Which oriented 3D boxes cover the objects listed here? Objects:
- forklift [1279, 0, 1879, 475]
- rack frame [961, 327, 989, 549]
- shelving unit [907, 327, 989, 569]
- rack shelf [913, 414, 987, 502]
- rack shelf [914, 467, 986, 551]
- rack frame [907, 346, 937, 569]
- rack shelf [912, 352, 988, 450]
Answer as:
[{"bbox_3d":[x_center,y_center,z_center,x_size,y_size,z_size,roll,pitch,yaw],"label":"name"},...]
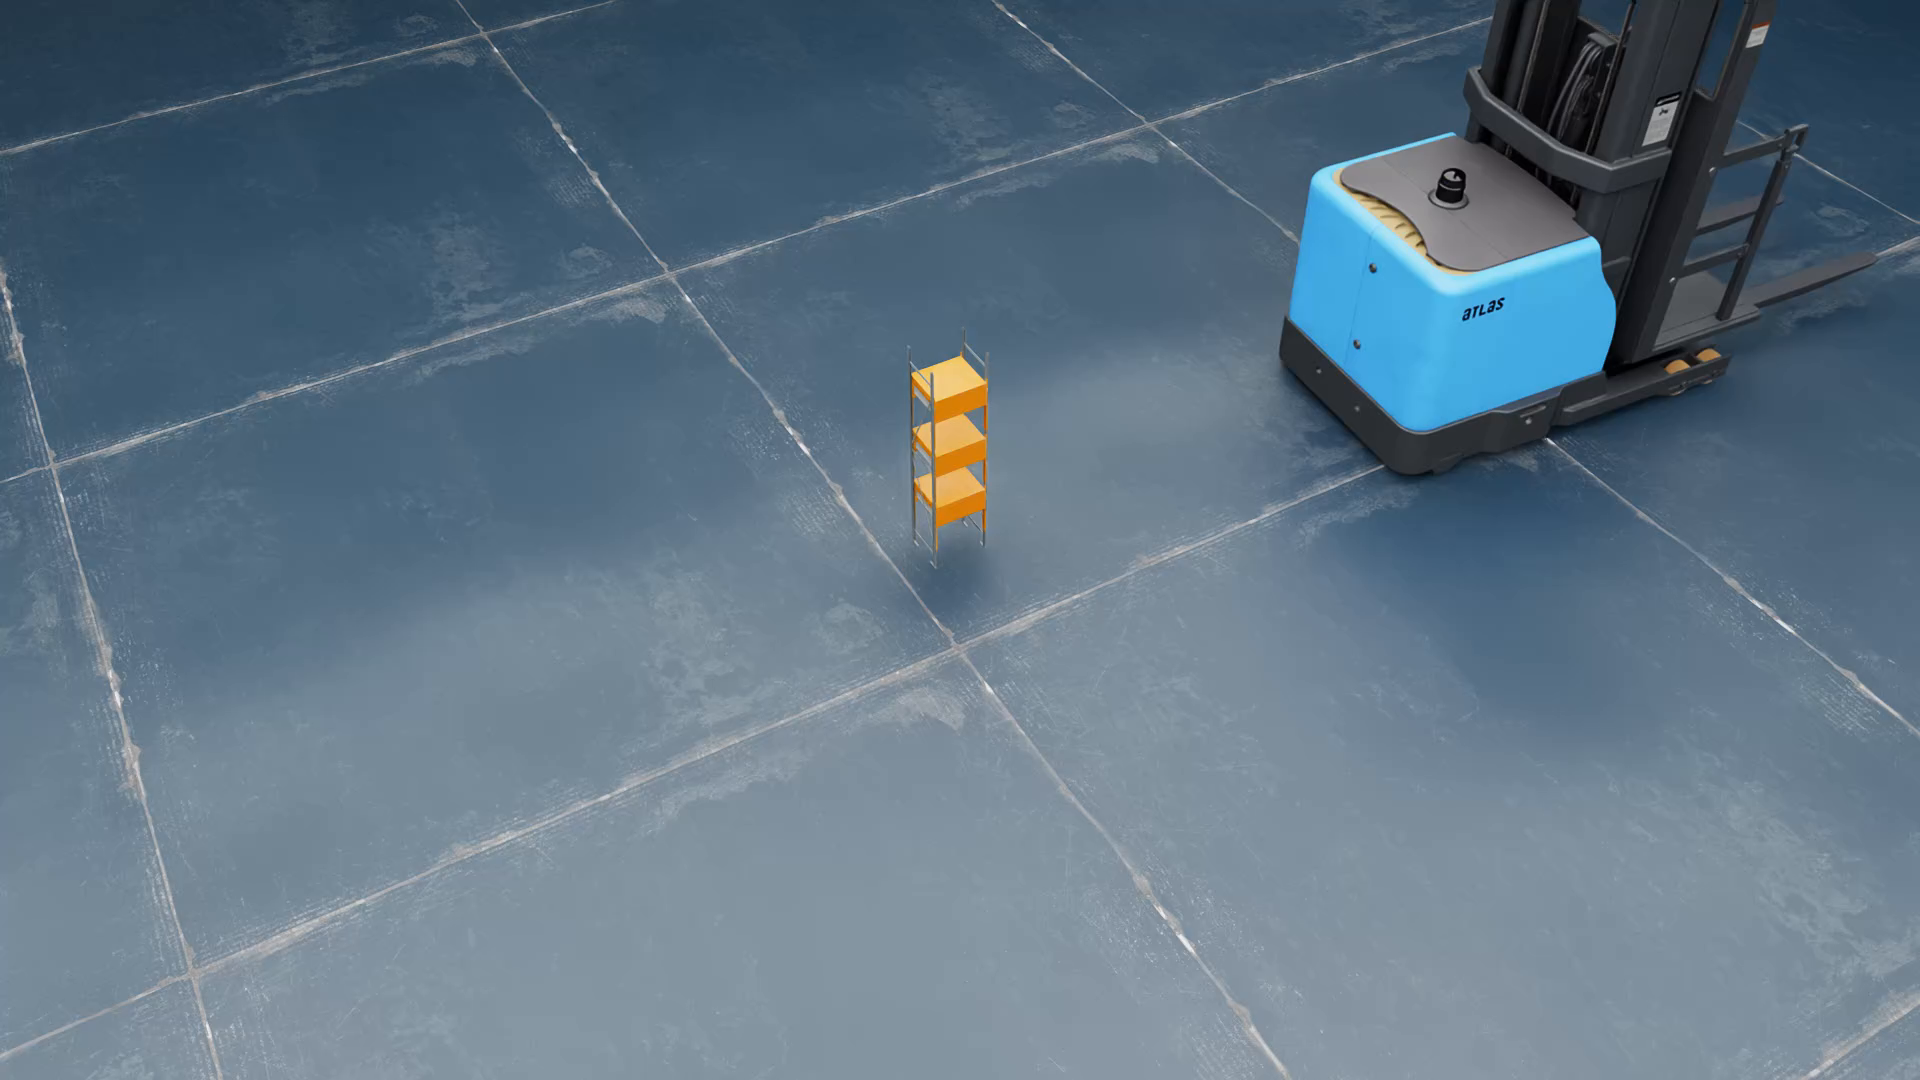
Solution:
[{"bbox_3d":[3.088,-2.051,7.189,3.031,2.935,1.130,-19,47,-18],"label":"forklift"},{"bbox_3d":[0.059,-0.401,6.838,0.008,1.050,0.200,-22,48,-21],"label":"rack frame"},{"bbox_3d":[-0.046,-0.358,6.795,0.252,1.050,0.215,-22,48,-21],"label":"shelving unit"},{"bbox_3d":[-0.046,-0.351,6.802,0.240,0.259,0.215,-22,48,-21],"label":"rack shelf"},{"bbox_3d":[-0.046,-0.151,6.996,0.240,0.259,0.215,-22,48,-21],"label":"rack shelf"},{"bbox_3d":[-0.152,-0.316,6.751,0.008,1.050,0.200,-22,48,-21],"label":"rack frame"},{"bbox_3d":[-0.046,-0.554,6.604,0.240,0.259,0.215,-22,48,-21],"label":"rack shelf"}]
